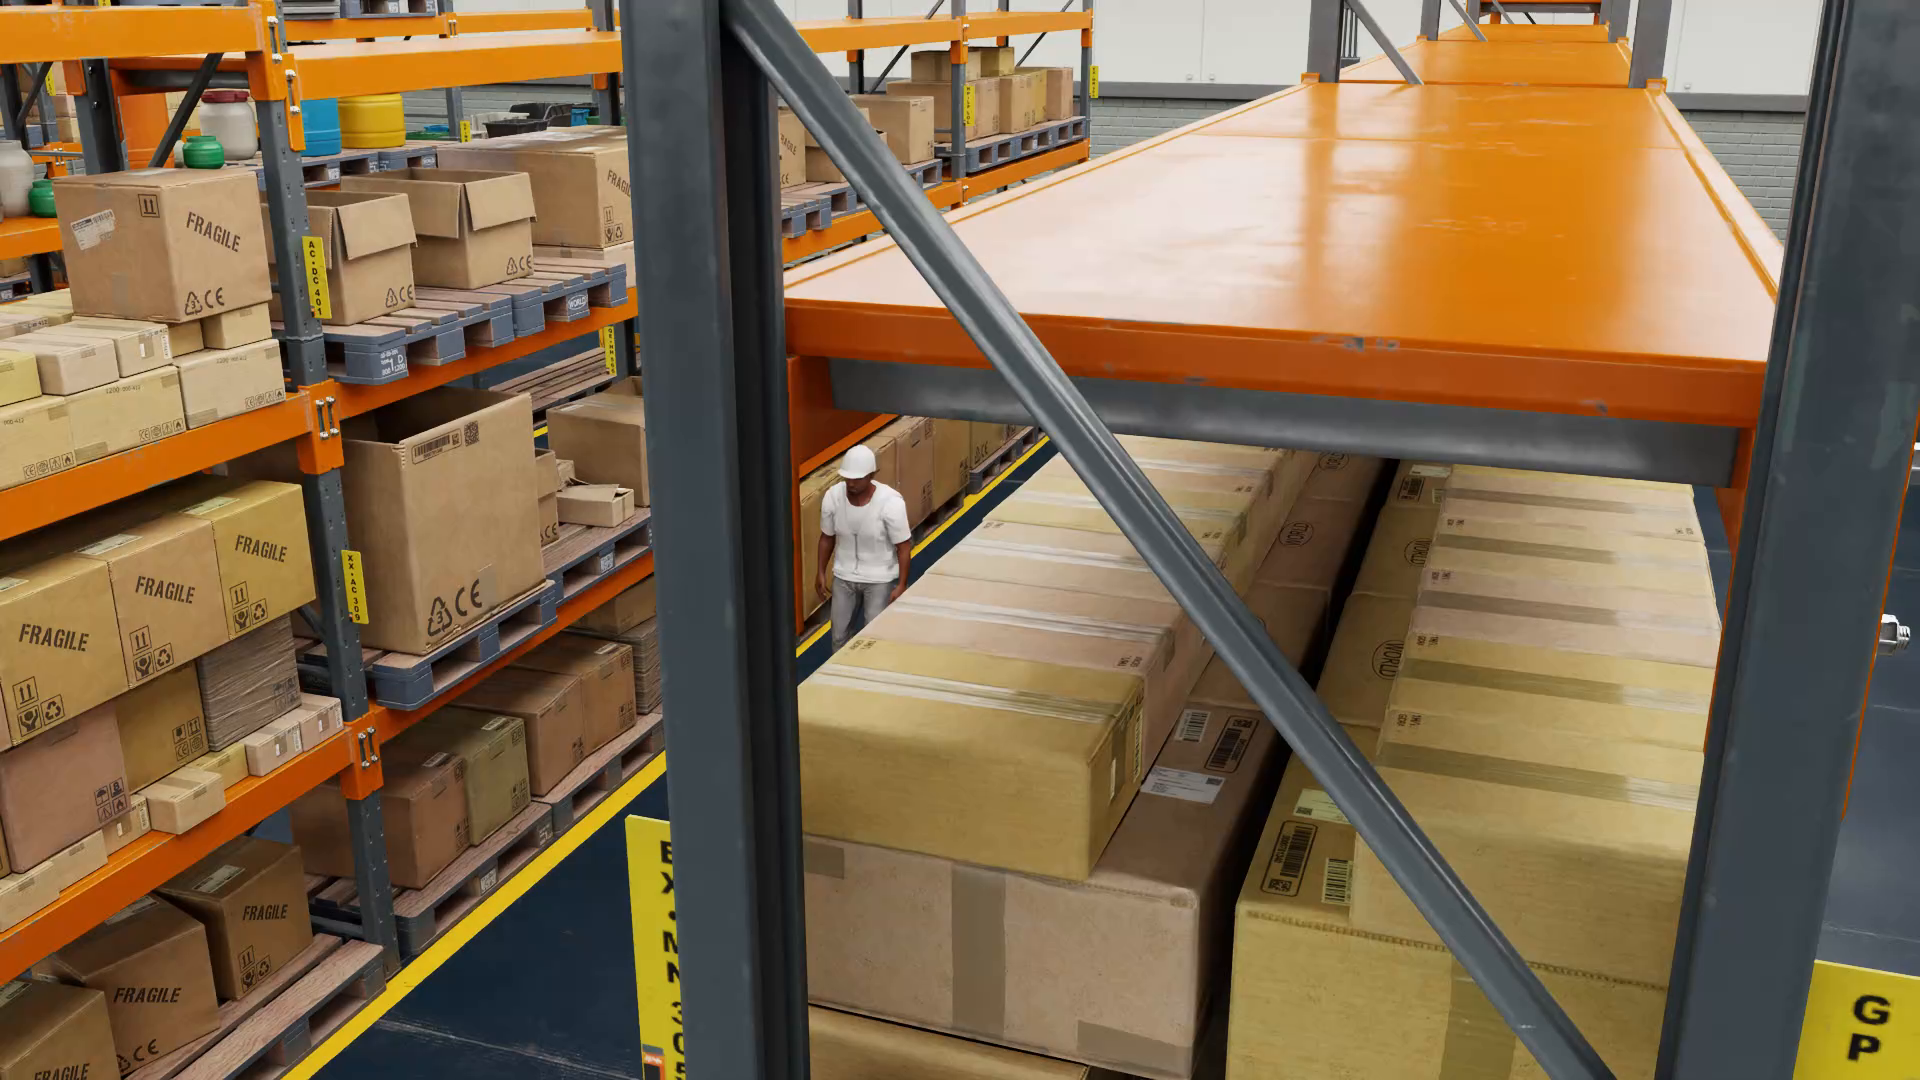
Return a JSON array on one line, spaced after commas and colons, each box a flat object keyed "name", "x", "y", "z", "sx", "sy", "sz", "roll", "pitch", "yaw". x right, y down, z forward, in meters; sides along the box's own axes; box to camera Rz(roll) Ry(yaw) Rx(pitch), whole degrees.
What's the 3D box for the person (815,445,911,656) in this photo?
[{"name": "person", "x": -0.609, "y": 0.250, "z": 10.286, "sx": 0.625, "sy": 1.760, "sz": 0.459, "roll": 7, "pitch": 20, "yaw": 20}]
